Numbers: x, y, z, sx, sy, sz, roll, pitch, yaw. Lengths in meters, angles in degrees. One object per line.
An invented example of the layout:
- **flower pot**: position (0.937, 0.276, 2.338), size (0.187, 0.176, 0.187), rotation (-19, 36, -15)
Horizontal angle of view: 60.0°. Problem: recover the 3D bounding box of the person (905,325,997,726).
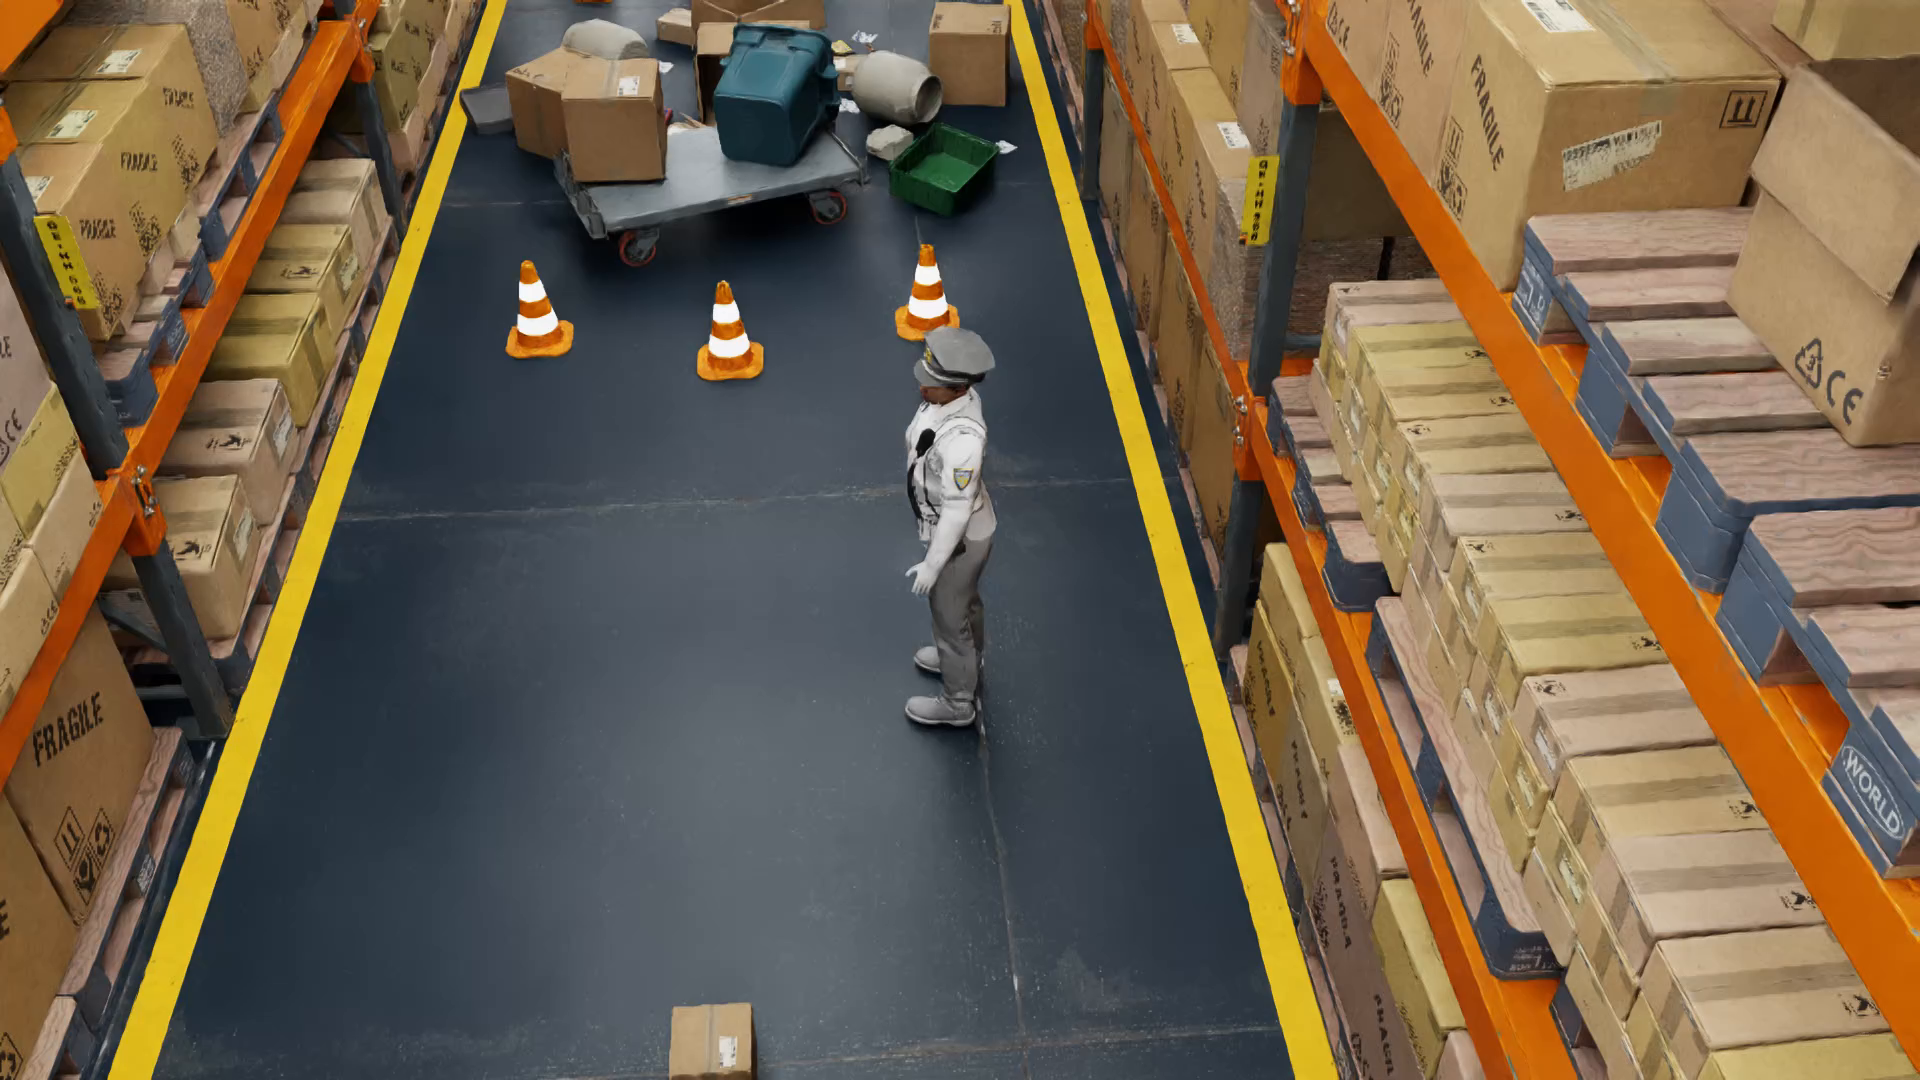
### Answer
- **person**: position (-0.047, -0.030, 6.144), size (0.356, 1.686, 0.520), rotation (-3, 39, -3)
